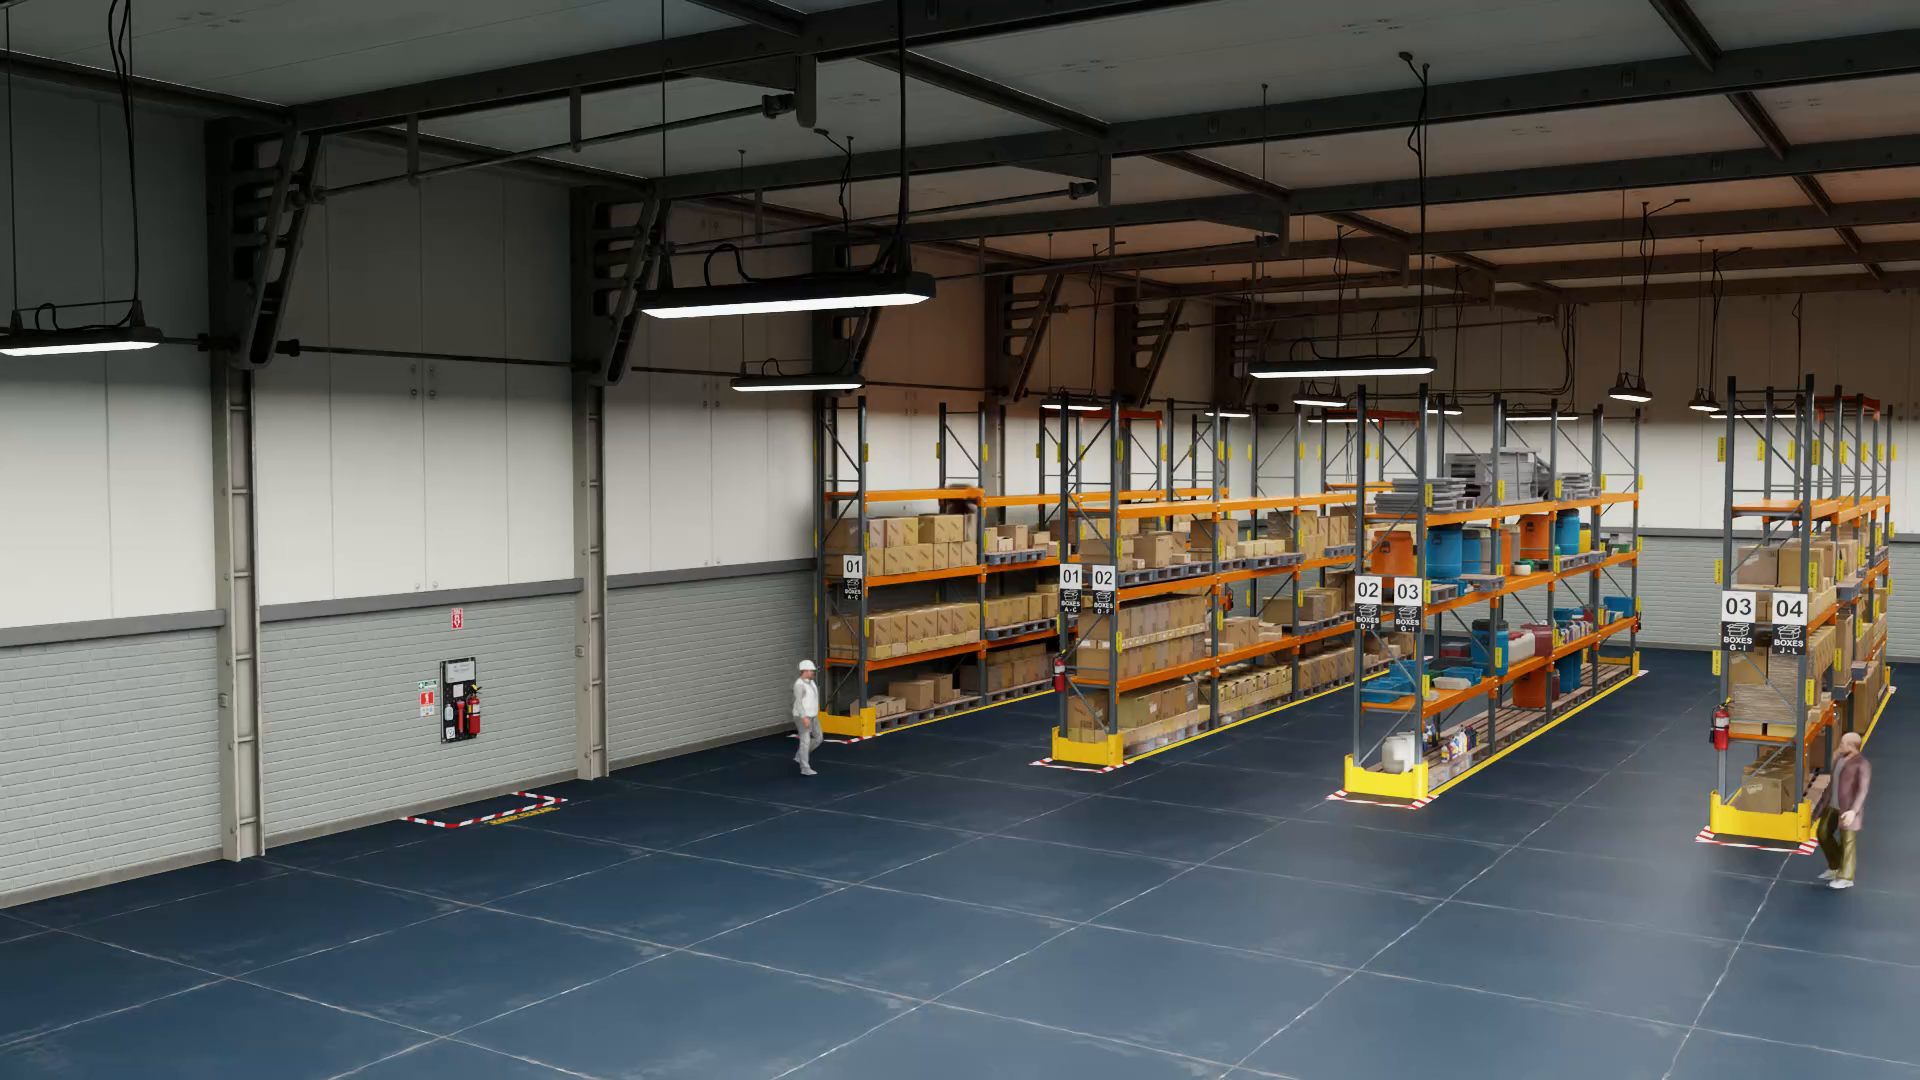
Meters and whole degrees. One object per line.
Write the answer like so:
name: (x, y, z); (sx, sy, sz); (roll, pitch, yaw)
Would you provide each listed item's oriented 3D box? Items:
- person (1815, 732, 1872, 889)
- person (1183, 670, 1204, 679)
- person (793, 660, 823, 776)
person: (10.179, 3.115, 19.221); (0.536, 1.806, 0.659); (-1, 3, -17)
person: (5.042, 2.212, 36.226); (0.550, 1.733, 1.051); (2, 3, 30)
person: (-2.388, 2.755, 25.983); (0.519, 1.777, 0.641); (1, 3, 22)
